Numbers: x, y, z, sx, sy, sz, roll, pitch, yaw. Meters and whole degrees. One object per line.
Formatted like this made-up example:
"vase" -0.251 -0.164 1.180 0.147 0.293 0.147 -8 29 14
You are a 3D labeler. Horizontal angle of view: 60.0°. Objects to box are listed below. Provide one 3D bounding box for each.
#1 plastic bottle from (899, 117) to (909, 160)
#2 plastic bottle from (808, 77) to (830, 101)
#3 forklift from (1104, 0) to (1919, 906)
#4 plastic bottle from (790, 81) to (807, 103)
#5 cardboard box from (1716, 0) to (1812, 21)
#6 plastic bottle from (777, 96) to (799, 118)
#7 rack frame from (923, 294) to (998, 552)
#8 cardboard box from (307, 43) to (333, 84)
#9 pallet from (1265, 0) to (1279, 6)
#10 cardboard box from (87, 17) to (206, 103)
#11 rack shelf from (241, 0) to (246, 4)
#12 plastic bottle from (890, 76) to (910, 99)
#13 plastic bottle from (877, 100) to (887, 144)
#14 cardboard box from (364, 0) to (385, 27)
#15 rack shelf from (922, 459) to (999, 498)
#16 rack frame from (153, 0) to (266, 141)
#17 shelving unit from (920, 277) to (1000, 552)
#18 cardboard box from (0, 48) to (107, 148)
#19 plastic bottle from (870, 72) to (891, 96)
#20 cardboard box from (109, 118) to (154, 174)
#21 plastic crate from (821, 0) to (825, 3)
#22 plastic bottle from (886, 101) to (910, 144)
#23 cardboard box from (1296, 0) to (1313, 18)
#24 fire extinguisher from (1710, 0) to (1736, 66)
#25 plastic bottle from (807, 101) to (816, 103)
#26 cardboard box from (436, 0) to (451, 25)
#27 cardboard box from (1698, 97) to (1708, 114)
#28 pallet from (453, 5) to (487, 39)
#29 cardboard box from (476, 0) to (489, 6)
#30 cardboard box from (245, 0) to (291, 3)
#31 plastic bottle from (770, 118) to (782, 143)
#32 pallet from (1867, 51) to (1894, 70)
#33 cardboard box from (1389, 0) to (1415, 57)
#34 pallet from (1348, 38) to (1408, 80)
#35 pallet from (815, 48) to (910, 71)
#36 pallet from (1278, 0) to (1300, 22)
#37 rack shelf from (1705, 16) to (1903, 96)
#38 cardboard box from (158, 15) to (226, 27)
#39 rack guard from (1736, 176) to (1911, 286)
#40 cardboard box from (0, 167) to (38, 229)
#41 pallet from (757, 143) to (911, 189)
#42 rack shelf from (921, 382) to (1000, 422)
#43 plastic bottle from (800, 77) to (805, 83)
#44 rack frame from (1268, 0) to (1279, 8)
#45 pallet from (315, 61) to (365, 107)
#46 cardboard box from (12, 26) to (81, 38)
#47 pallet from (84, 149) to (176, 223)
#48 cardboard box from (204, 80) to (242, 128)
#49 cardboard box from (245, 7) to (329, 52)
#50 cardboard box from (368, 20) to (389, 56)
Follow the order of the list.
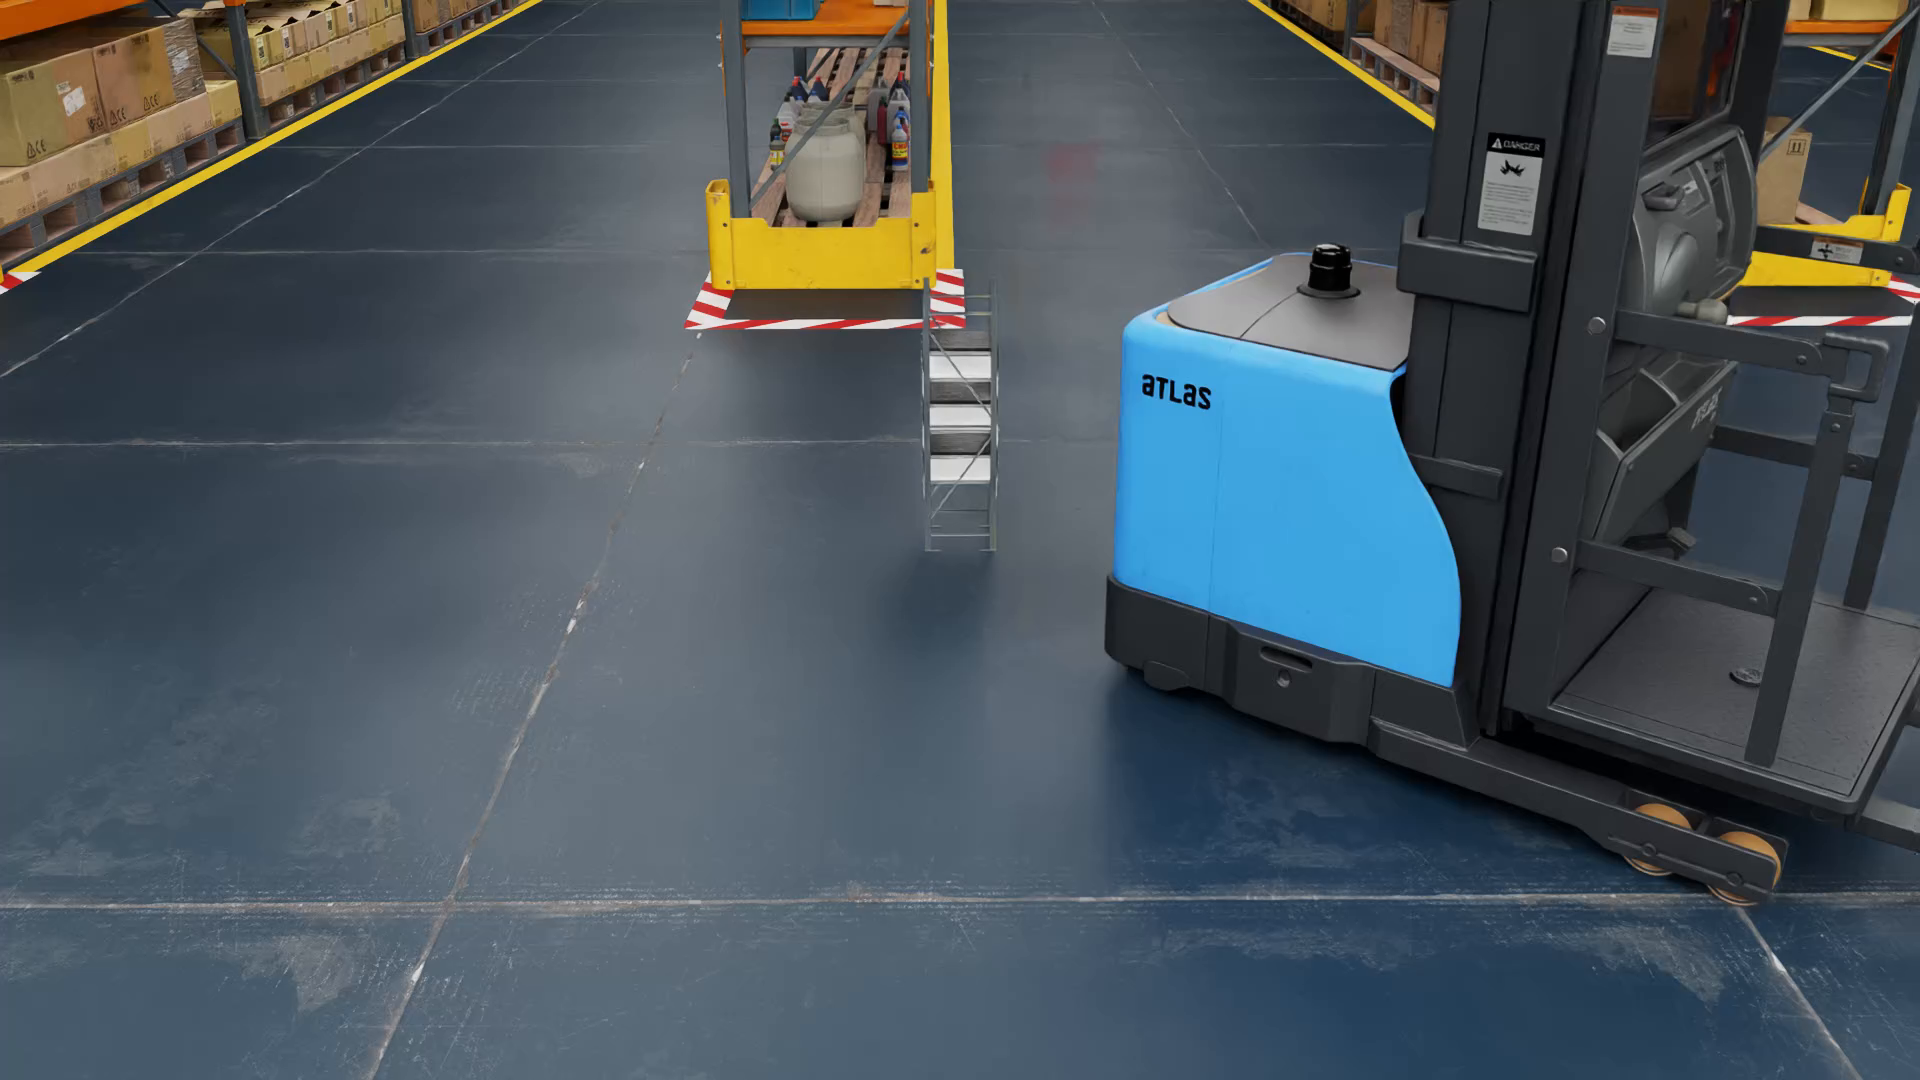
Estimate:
"plastic bottle" -0.356 -2.511 10.423 0.061 0.283 0.133 0 24 0
"plastic bottle" -0.970 -3.014 11.454 0.144 0.351 0.185 0 24 -1
"forklift" 1.900 -0.733 3.814 3.031 2.935 1.130 18 30 34
"plastic bottle" -1.112 -2.935 11.281 0.144 0.351 0.185 -1 24 -3
"cardboard box" 4.079 -2.730 8.451 0.380 0.149 0.250 0 24 -1
"plastic bottle" -1.105 -2.684 10.724 0.144 0.351 0.185 1 24 2
"rack frame" 0.001 -0.371 5.479 0.240 0.900 0.006 0 24 -1
"cardboard box" -5.430 -3.863 13.479 0.500 0.250 0.500 -1 24 -2
"pallet" 4.228 -6.716 20.343 1.003 0.211 1.213 0 24 -1
"cardboard box" -5.443 -3.217 11.141 0.500 0.500 0.500 0 24 -1
"rack shelf" -5.683 -4.830 13.662 1.077 0.370 4.000 0 24 -1
"plastic bottle" -0.410 -3.004 11.434 0.144 0.351 0.185 -1 24 -3
"plastic bottle" -0.515 -2.773 11.004 0.061 0.283 0.133 0 24 -1
"cardboard box" -5.440 -4.747 14.752 0.500 0.311 0.500 -1 24 -1
"rack shelf" 0.000 -0.219 5.660 0.258 0.077 0.200 0 24 -1
"rack frame" -5.661 -4.333 11.691 1.000 3.000 0.127 0 24 -1
"shelving unit" 0.000 -0.413 5.572 0.258 0.900 0.210 0 24 -1
"cardboard box" -5.426 -2.599 9.774 0.500 0.500 0.500 0 24 -1
"plastic bottle" -0.557 -3.083 11.607 0.144 0.351 0.185 0 24 -1
"cardboard box" -5.415 -2.464 10.385 0.500 0.250 0.500 0 24 -1
"plastic crate" -0.970 -3.111 9.168 0.499 0.251 0.408 0 24 -1
"plastic bottle" -0.409 -2.770 11.007 0.152 0.276 0.135 0 24 0
"cardboard box" 4.213 -5.900 17.223 1.225 0.875 0.875 0 24 0
"fire extinguisher" 3.829 -2.644 8.049 0.296 0.674 0.183 0 24 -1
"plastic bottle" -0.959 -2.737 10.933 0.152 0.276 0.135 0 24 -1
"cardboard box" -5.435 -5.448 16.655 0.500 0.500 0.500 -1 24 -2
"cardboard box" 4.258 -2.284 9.684 0.500 0.500 0.500 6 25 13
"pallet" -5.685 -5.520 17.700 1.003 0.211 1.213 0 24 -1
"cardboard box" -5.454 -6.079 18.050 0.500 0.500 0.500 0 24 0
"cardboard box" -5.975 -4.532 14.277 0.500 0.311 0.500 -1 24 -2
"plastic bottle" -1.142 -2.472 10.337 0.061 0.283 0.133 0 24 1
"pallet" 9.095 -4.410 15.244 1.003 0.211 1.213 0 24 -1
"cardboard box" 4.248 -4.582 14.740 0.700 0.500 0.500 -2 24 -5
"pallet" 4.208 -4.432 15.293 1.003 0.211 1.213 0 24 -1
"pallet" -0.782 -4.412 15.250 1.003 0.211 1.213 0 24 -1
"pallet" 4.242 -6.085 18.948 1.003 0.211 1.213 0 24 -1
"rack shelf" 4.267 -3.225 10.112 1.077 0.370 4.000 0 24 -1
"cardboard box" -5.964 -3.907 12.896 0.500 0.311 0.500 0 24 1
"rack guard" 4.288 -1.621 8.726 1.175 0.500 0.348 0 24 -1
"cardboard box" -5.401 -1.846 9.018 0.500 0.250 0.500 0 24 -1
"pallet" -0.726 -2.303 10.585 1.003 0.211 1.213 0 24 -1
"rack shelf" 0.000 -0.465 5.549 0.258 0.077 0.200 0 24 -1
"plastic bottle" -1.143 -3.178 11.914 0.097 0.271 0.097 0 24 0
"rack frame" 4.158 -7.673 19.075 1.000 3.000 0.127 0 24 -1
"pallet" -5.724 -3.870 14.051 1.003 0.211 1.213 0 24 -1
"cardboard box" -5.958 -3.009 10.680 0.500 0.500 0.500 0 24 -1
"pallet" -5.678 -2.231 10.427 1.003 0.211 1.213 0 24 -1
"cardboard box" -5.437 -3.082 11.751 0.500 0.250 0.500 0 24 -1
"cardboard box" -5.423 -4.118 13.363 0.500 0.311 0.500 -1 24 -2
"cardboard box" -5.446 -4.492 14.869 0.500 0.250 0.500 -1 24 -1
